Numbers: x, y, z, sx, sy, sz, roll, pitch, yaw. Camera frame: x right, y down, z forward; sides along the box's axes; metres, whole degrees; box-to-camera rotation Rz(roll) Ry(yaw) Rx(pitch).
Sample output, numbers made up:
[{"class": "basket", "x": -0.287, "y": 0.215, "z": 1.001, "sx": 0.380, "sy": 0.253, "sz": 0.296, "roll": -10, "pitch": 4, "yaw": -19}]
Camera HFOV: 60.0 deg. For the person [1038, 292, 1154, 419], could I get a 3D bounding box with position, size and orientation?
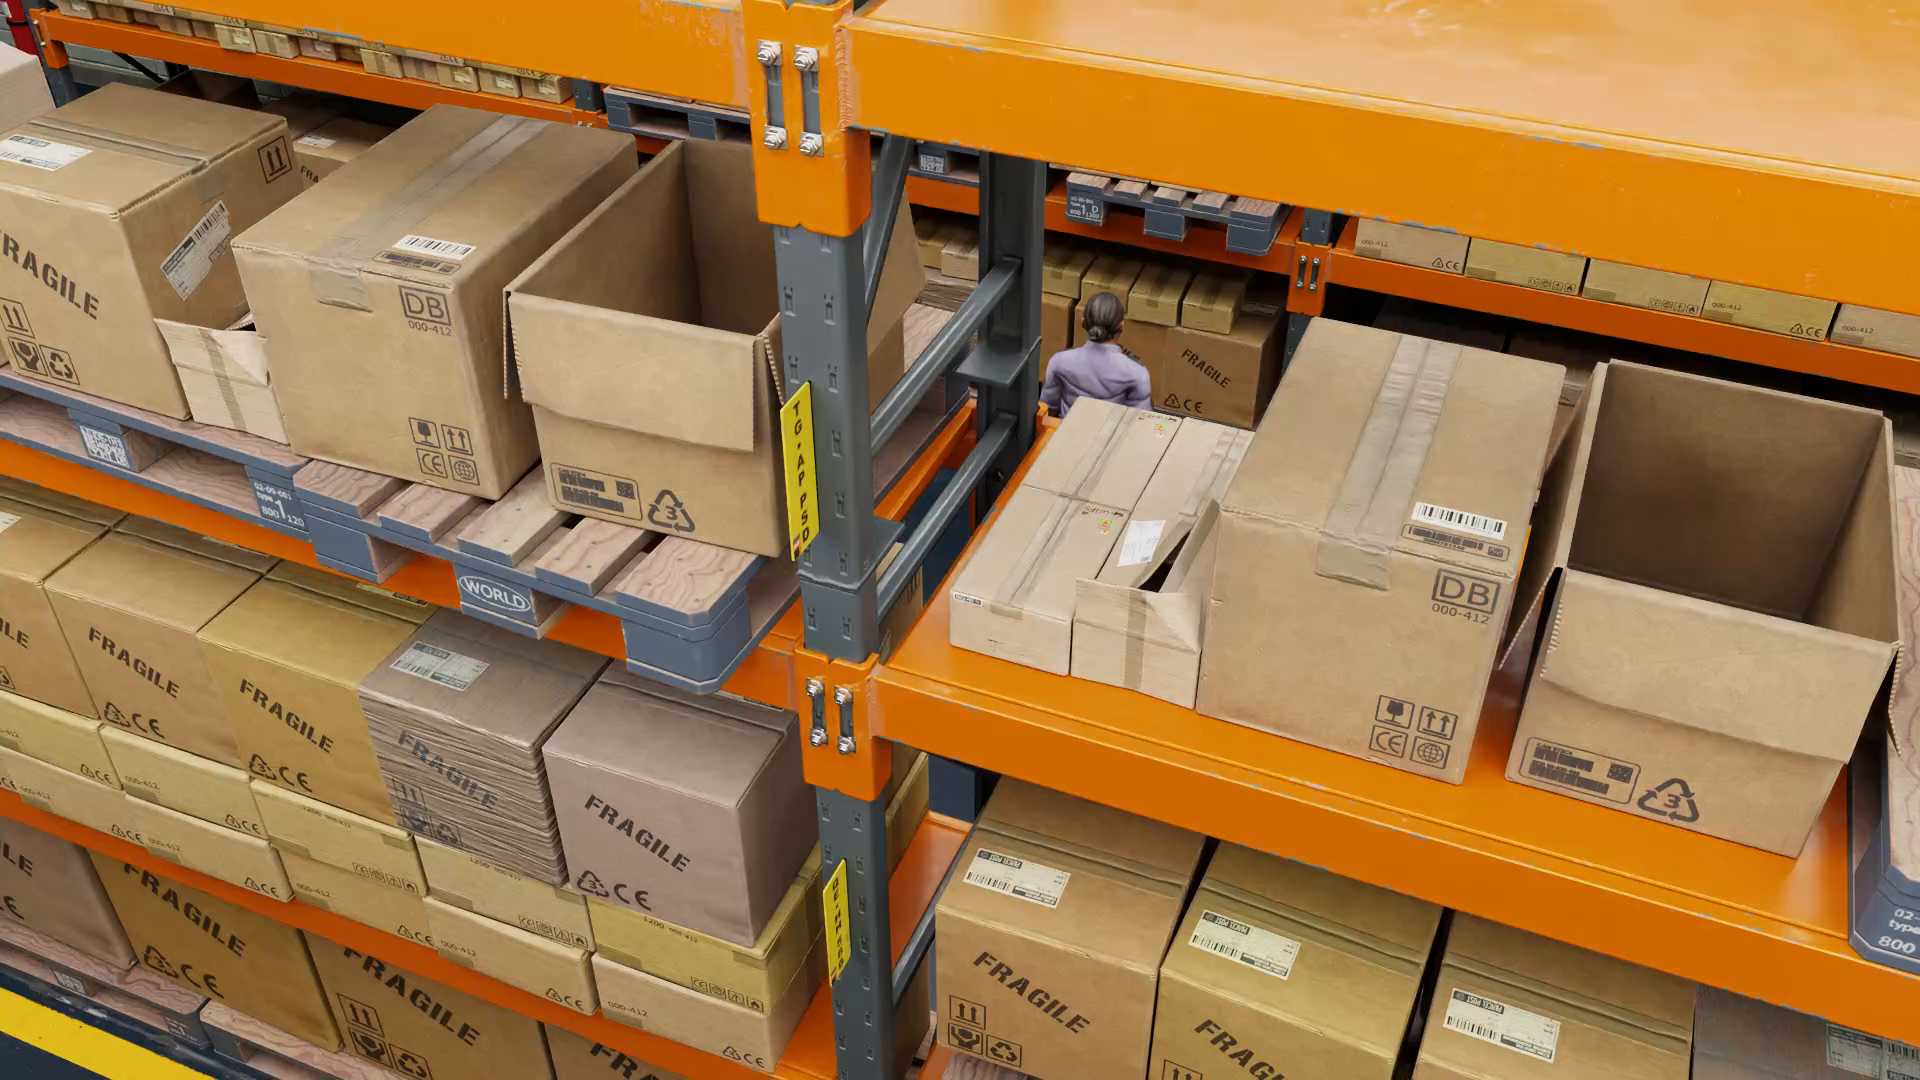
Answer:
[{"class": "person", "x": 0.600, "y": -0.308, "z": 7.224, "sx": 0.546, "sy": 1.650, "sz": 0.355, "roll": 13, "pitch": 39, "yaw": 16}]
